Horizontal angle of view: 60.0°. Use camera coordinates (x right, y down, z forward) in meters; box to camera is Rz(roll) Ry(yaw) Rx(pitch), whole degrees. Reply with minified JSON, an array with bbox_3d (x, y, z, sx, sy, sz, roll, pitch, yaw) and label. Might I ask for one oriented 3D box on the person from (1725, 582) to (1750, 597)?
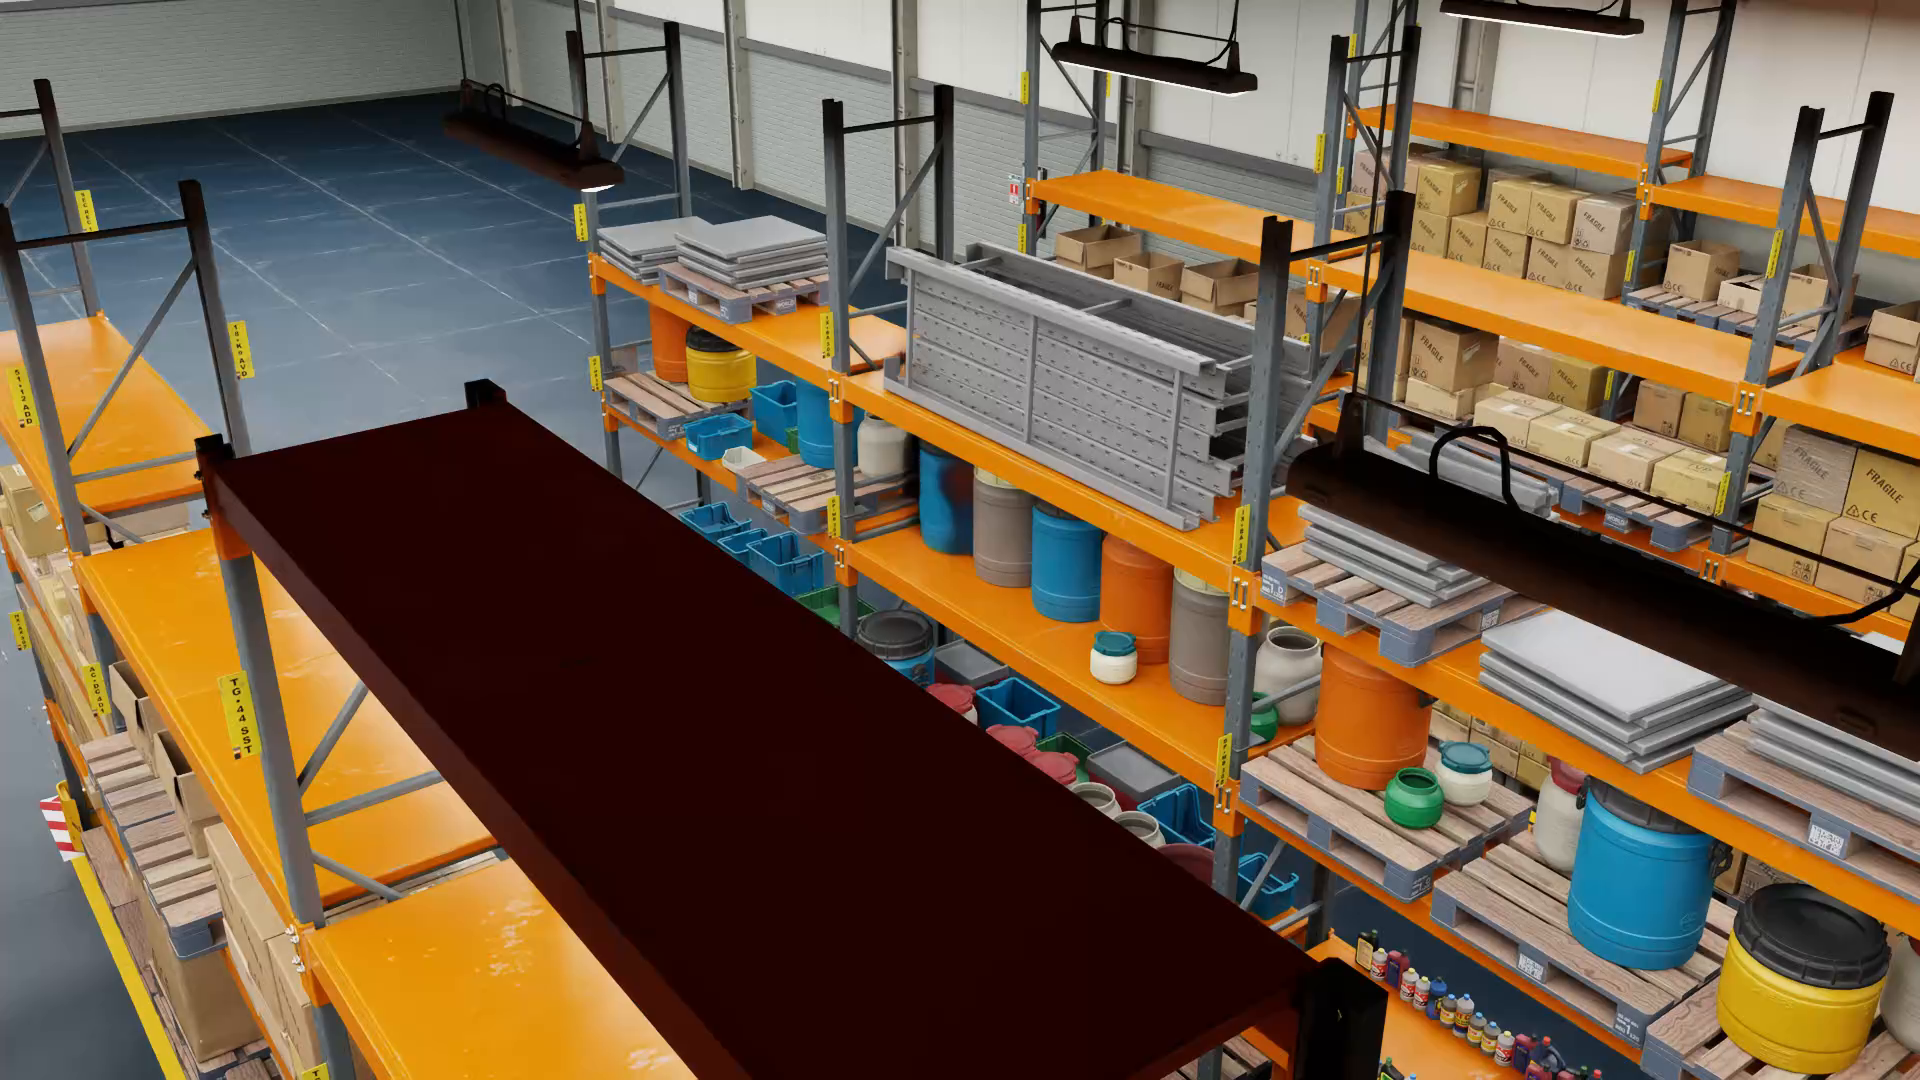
[{"bbox_3d":[6.665,0.948,14.801,0.654,1.729,1.060,-19,31,-35],"label":"person"}]
